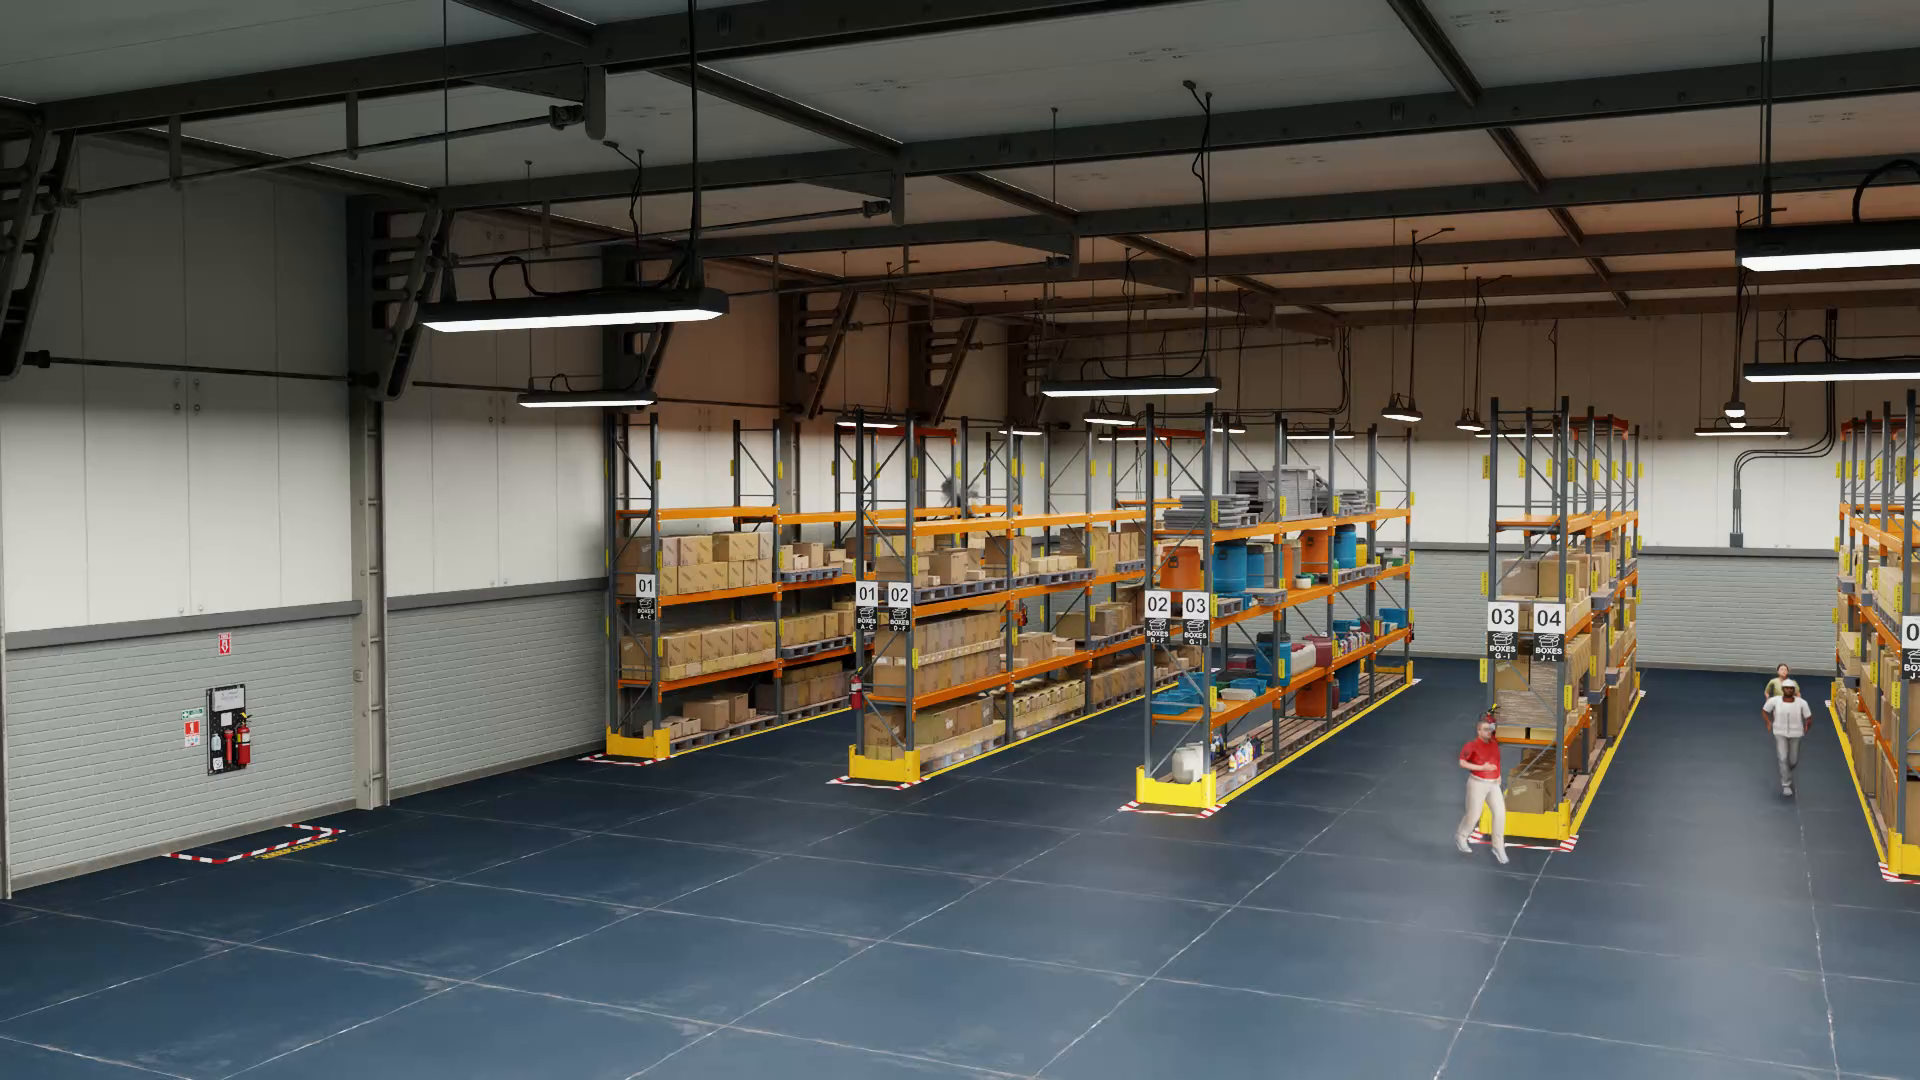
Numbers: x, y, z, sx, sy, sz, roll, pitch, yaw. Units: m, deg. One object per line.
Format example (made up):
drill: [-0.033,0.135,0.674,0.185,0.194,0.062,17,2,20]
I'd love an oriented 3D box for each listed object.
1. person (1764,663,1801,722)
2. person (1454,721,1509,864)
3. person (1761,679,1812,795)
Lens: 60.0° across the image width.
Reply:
person: [14.370,2.965,29.061,0.578,1.619,0.569,1,3,23]
person: [6.746,3.227,21.445,0.663,1.774,0.818,-1,3,-18]
person: [12.901,3.046,25.943,0.700,1.760,0.867,1,3,20]
